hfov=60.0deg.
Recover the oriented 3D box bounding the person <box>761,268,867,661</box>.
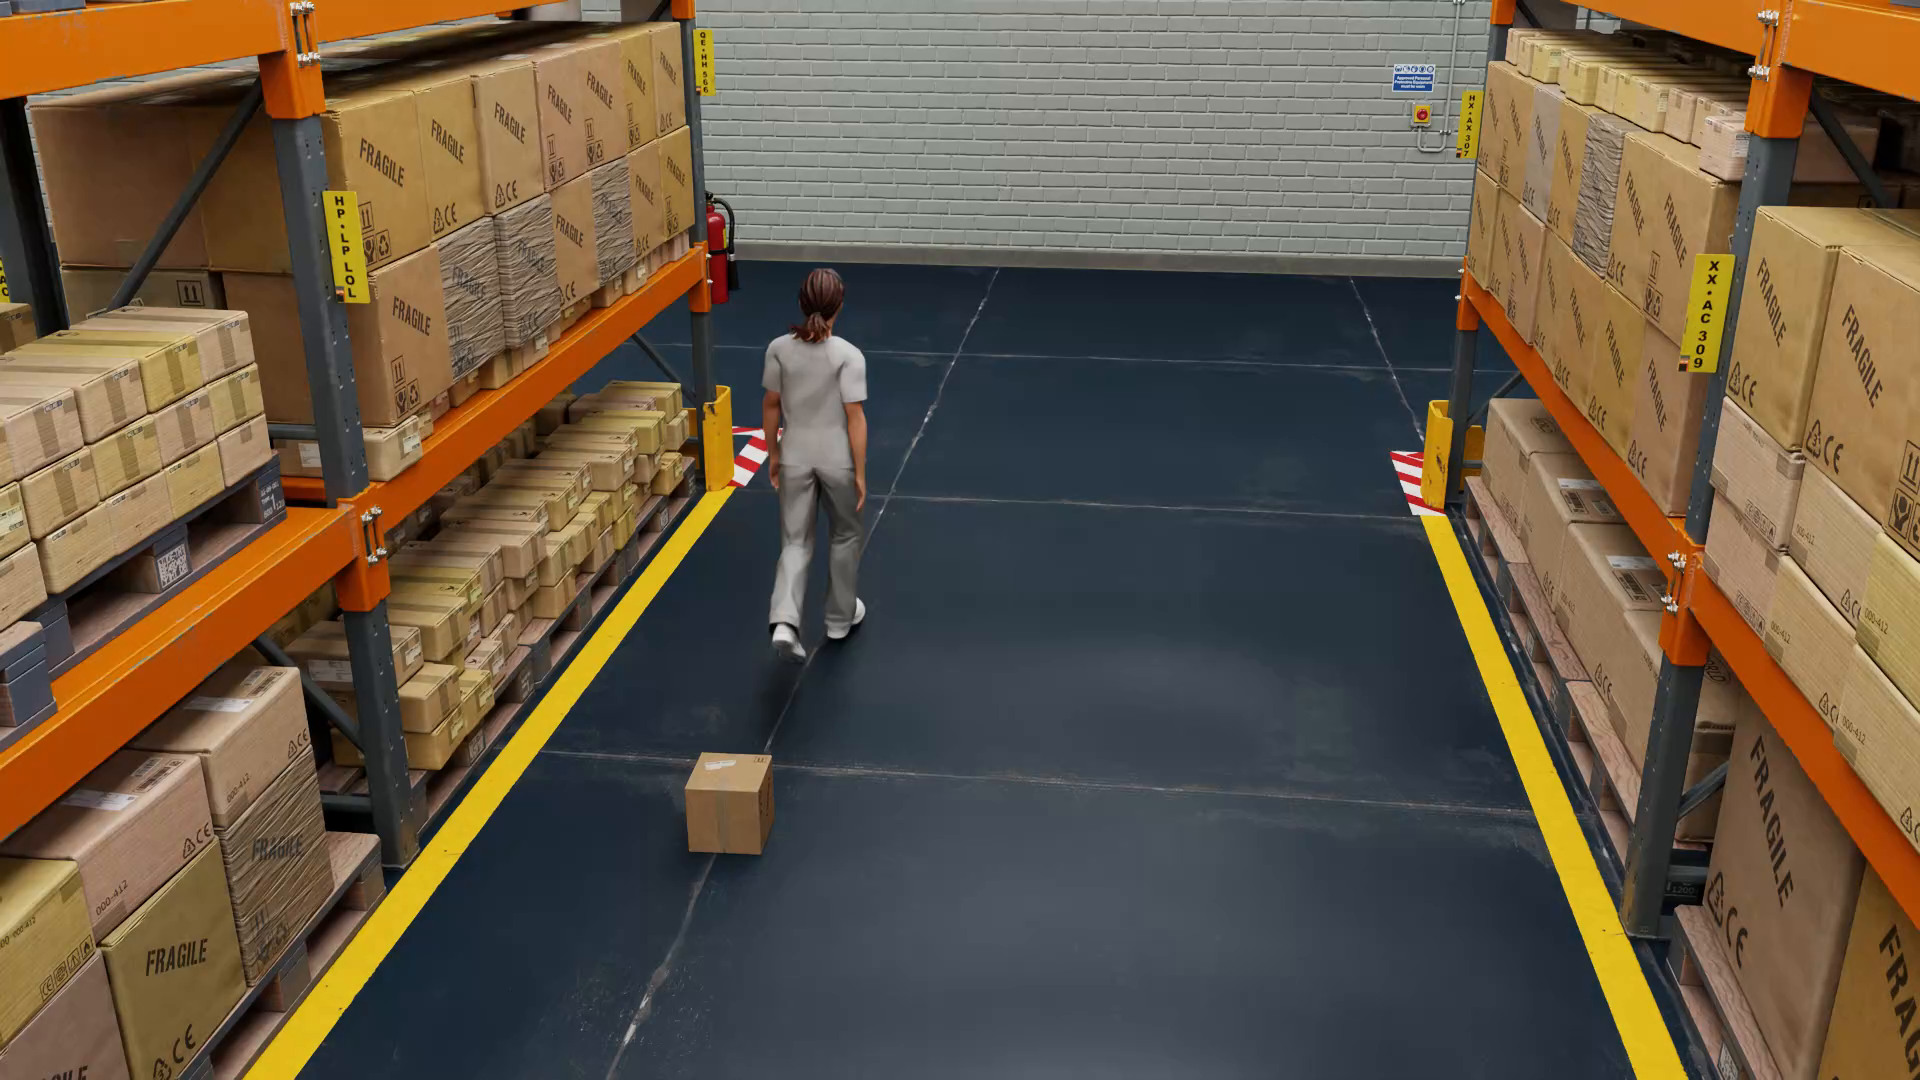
[{"bbox_3d":[-0.601,-0.281,6.800,0.456,1.637,0.891,4,22,10],"label":"person"}]
